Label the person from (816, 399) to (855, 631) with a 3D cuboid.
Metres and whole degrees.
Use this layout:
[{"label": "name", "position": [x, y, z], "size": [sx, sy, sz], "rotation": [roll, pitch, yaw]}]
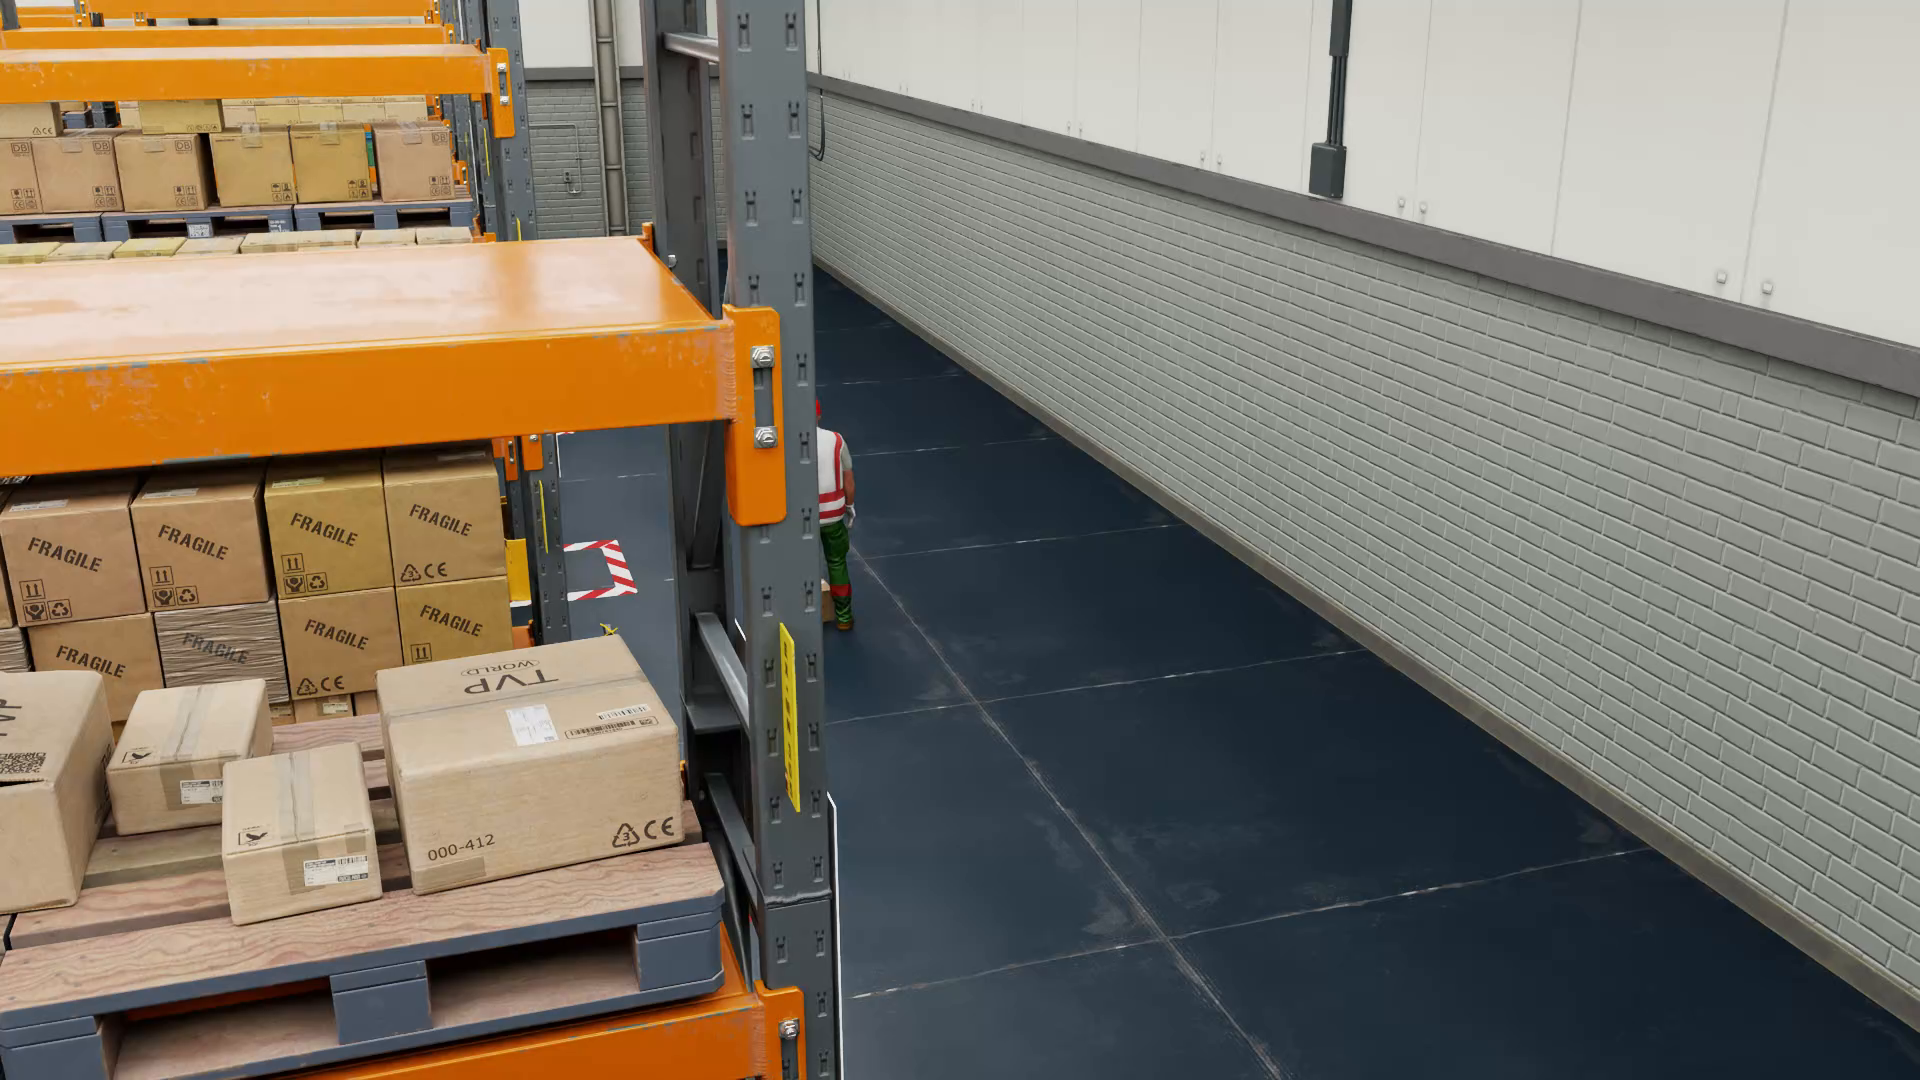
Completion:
[{"label": "person", "position": [-1.049, -0.184, 12.076], "size": [0.618, 1.778, 0.452], "rotation": [-7, 20, -21]}]
